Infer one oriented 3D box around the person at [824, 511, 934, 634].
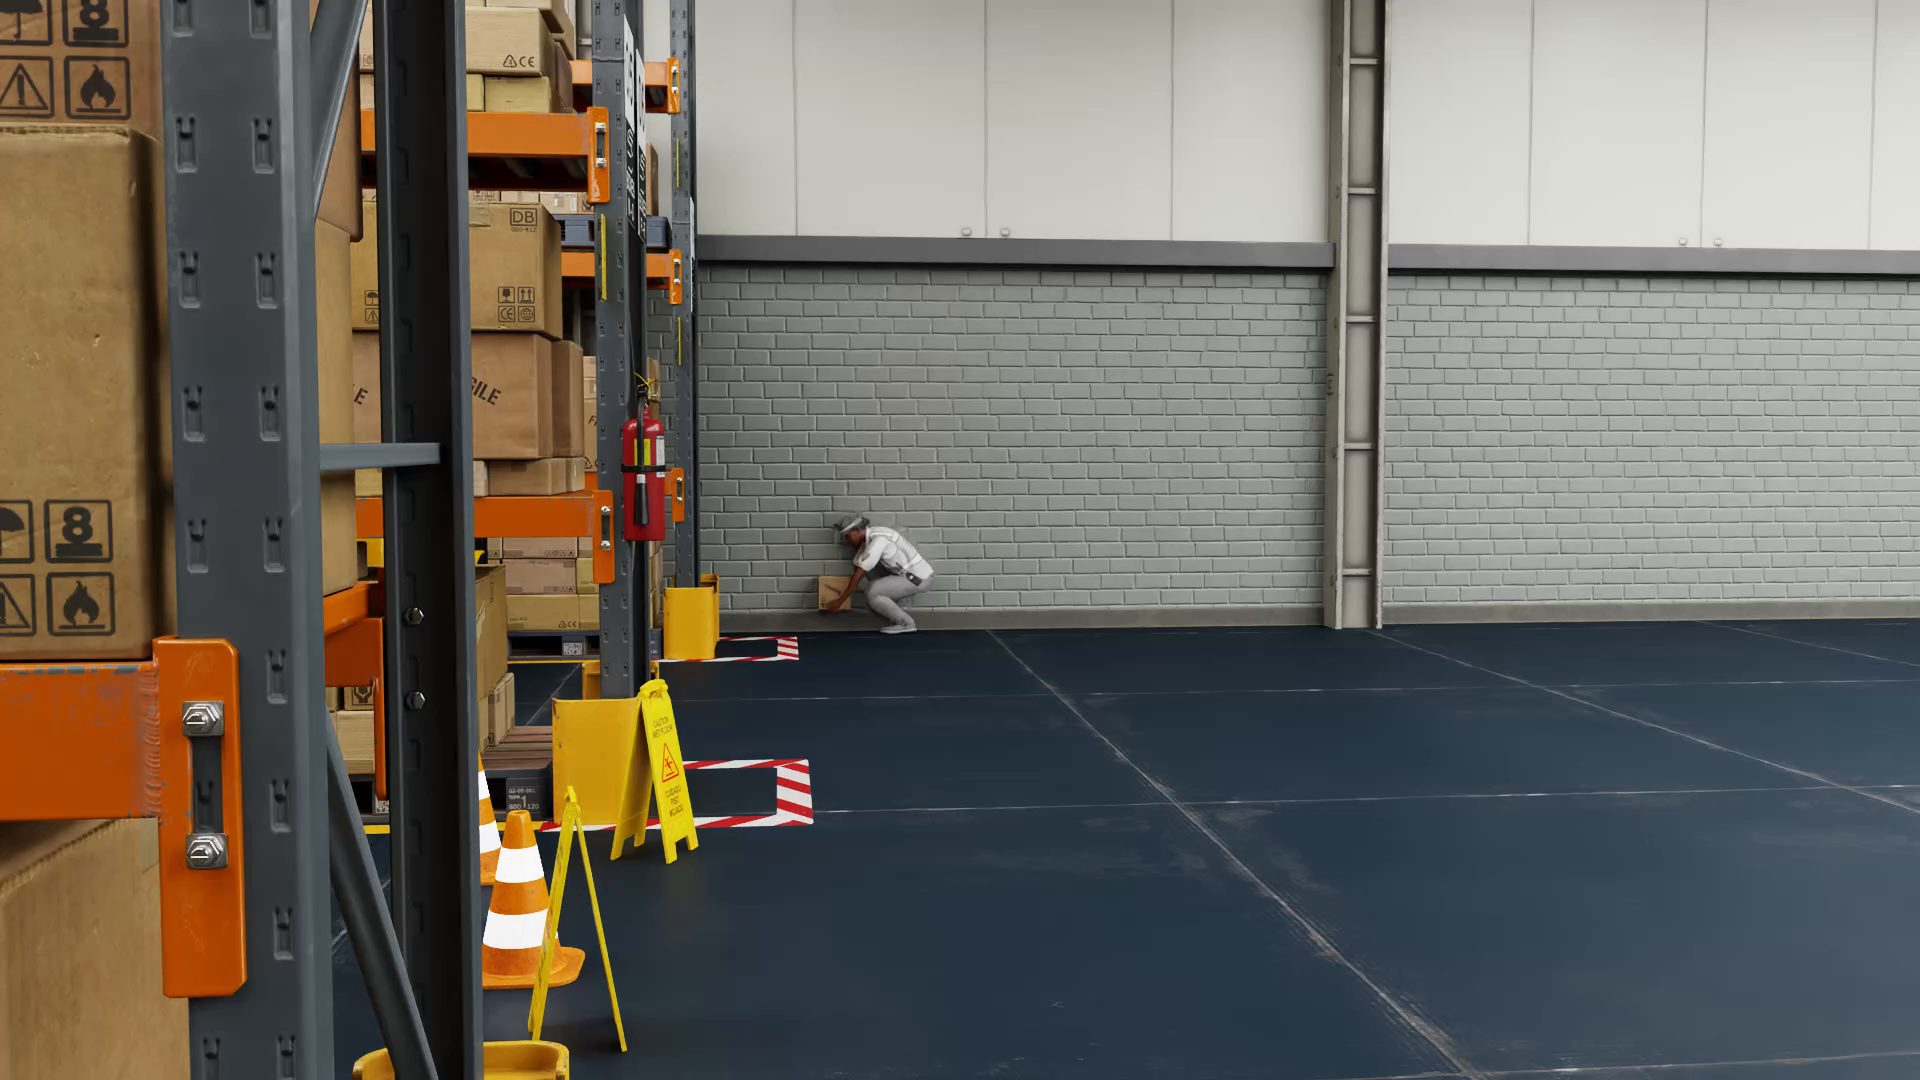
[{"bbox_3d":[-0.639,0.253,13.148,0.861,0.971,0.480,0,4,-6],"label":"person"}]
